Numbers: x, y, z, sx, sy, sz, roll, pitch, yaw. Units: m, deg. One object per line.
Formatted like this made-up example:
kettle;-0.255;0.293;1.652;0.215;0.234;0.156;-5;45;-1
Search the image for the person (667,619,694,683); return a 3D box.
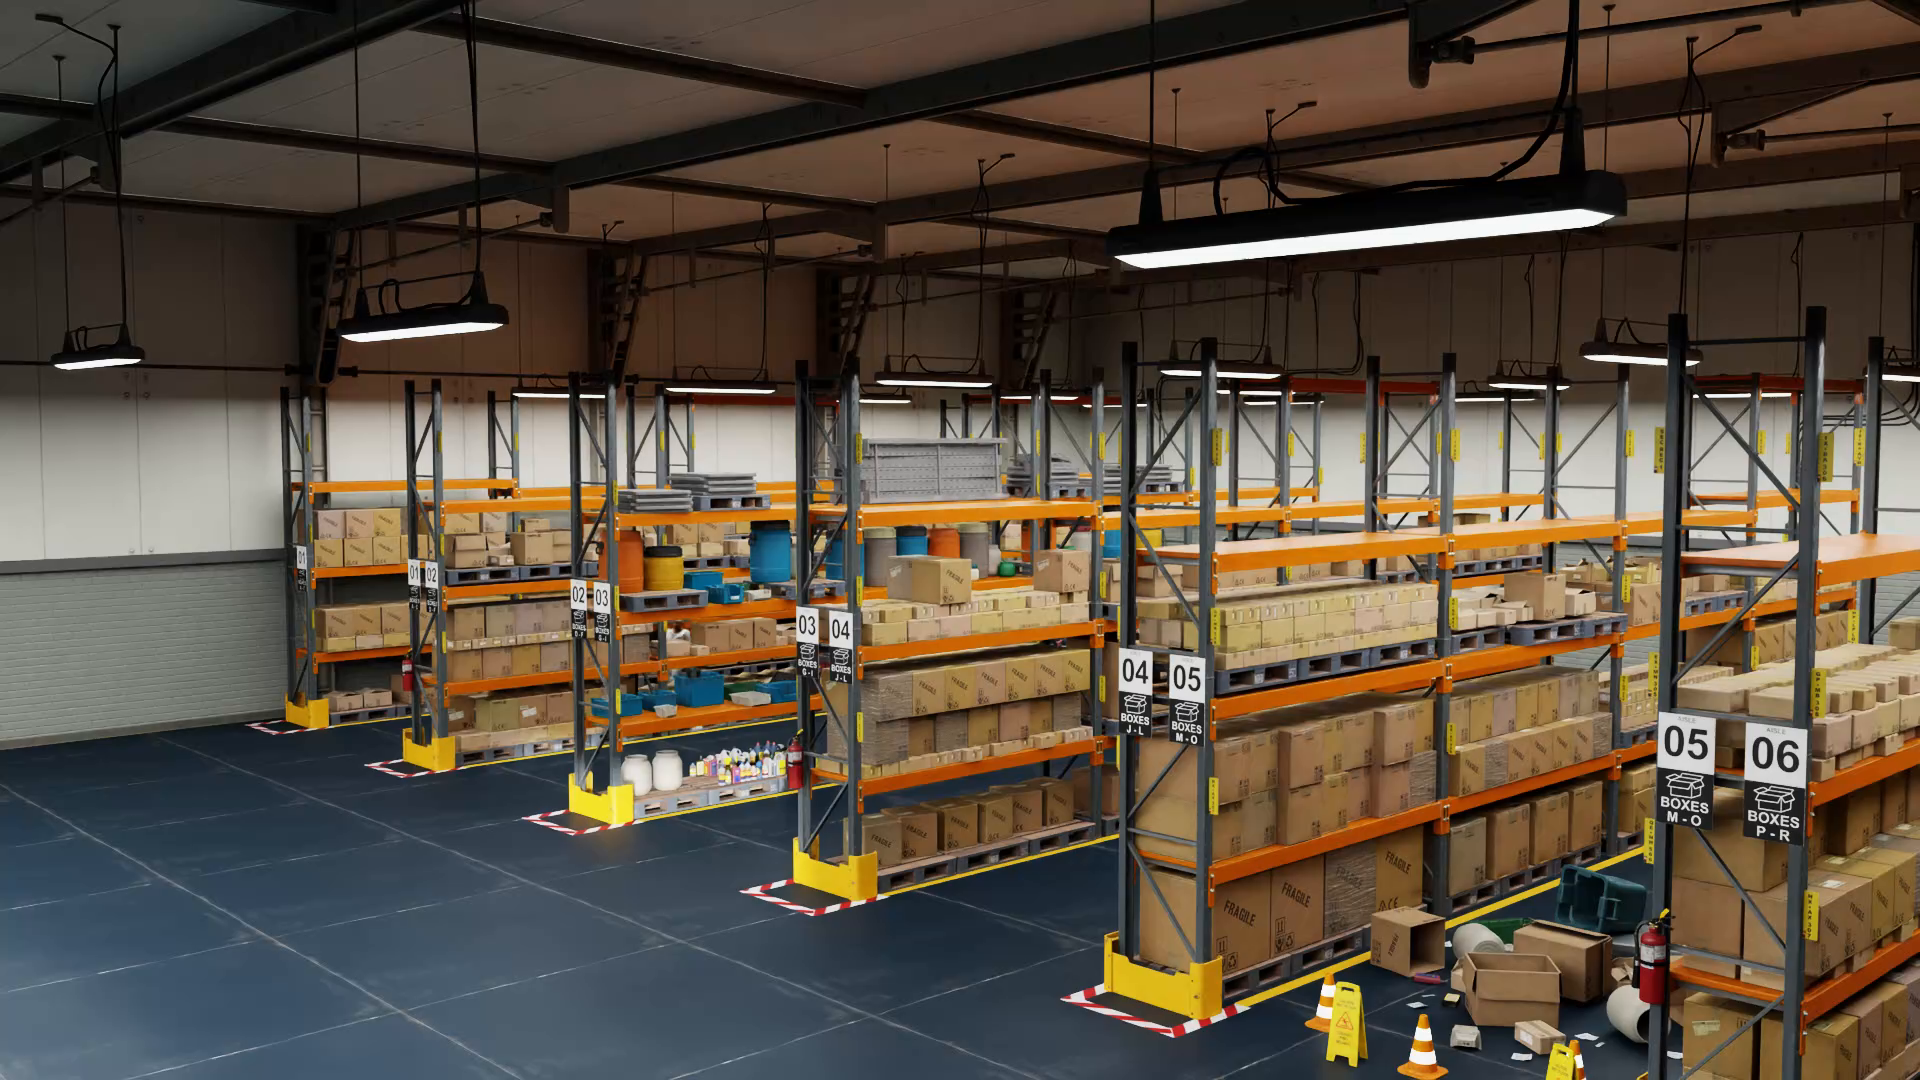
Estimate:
person;-5.376;2.287;31.421;0.668;1.768;0.822;2;4;23
